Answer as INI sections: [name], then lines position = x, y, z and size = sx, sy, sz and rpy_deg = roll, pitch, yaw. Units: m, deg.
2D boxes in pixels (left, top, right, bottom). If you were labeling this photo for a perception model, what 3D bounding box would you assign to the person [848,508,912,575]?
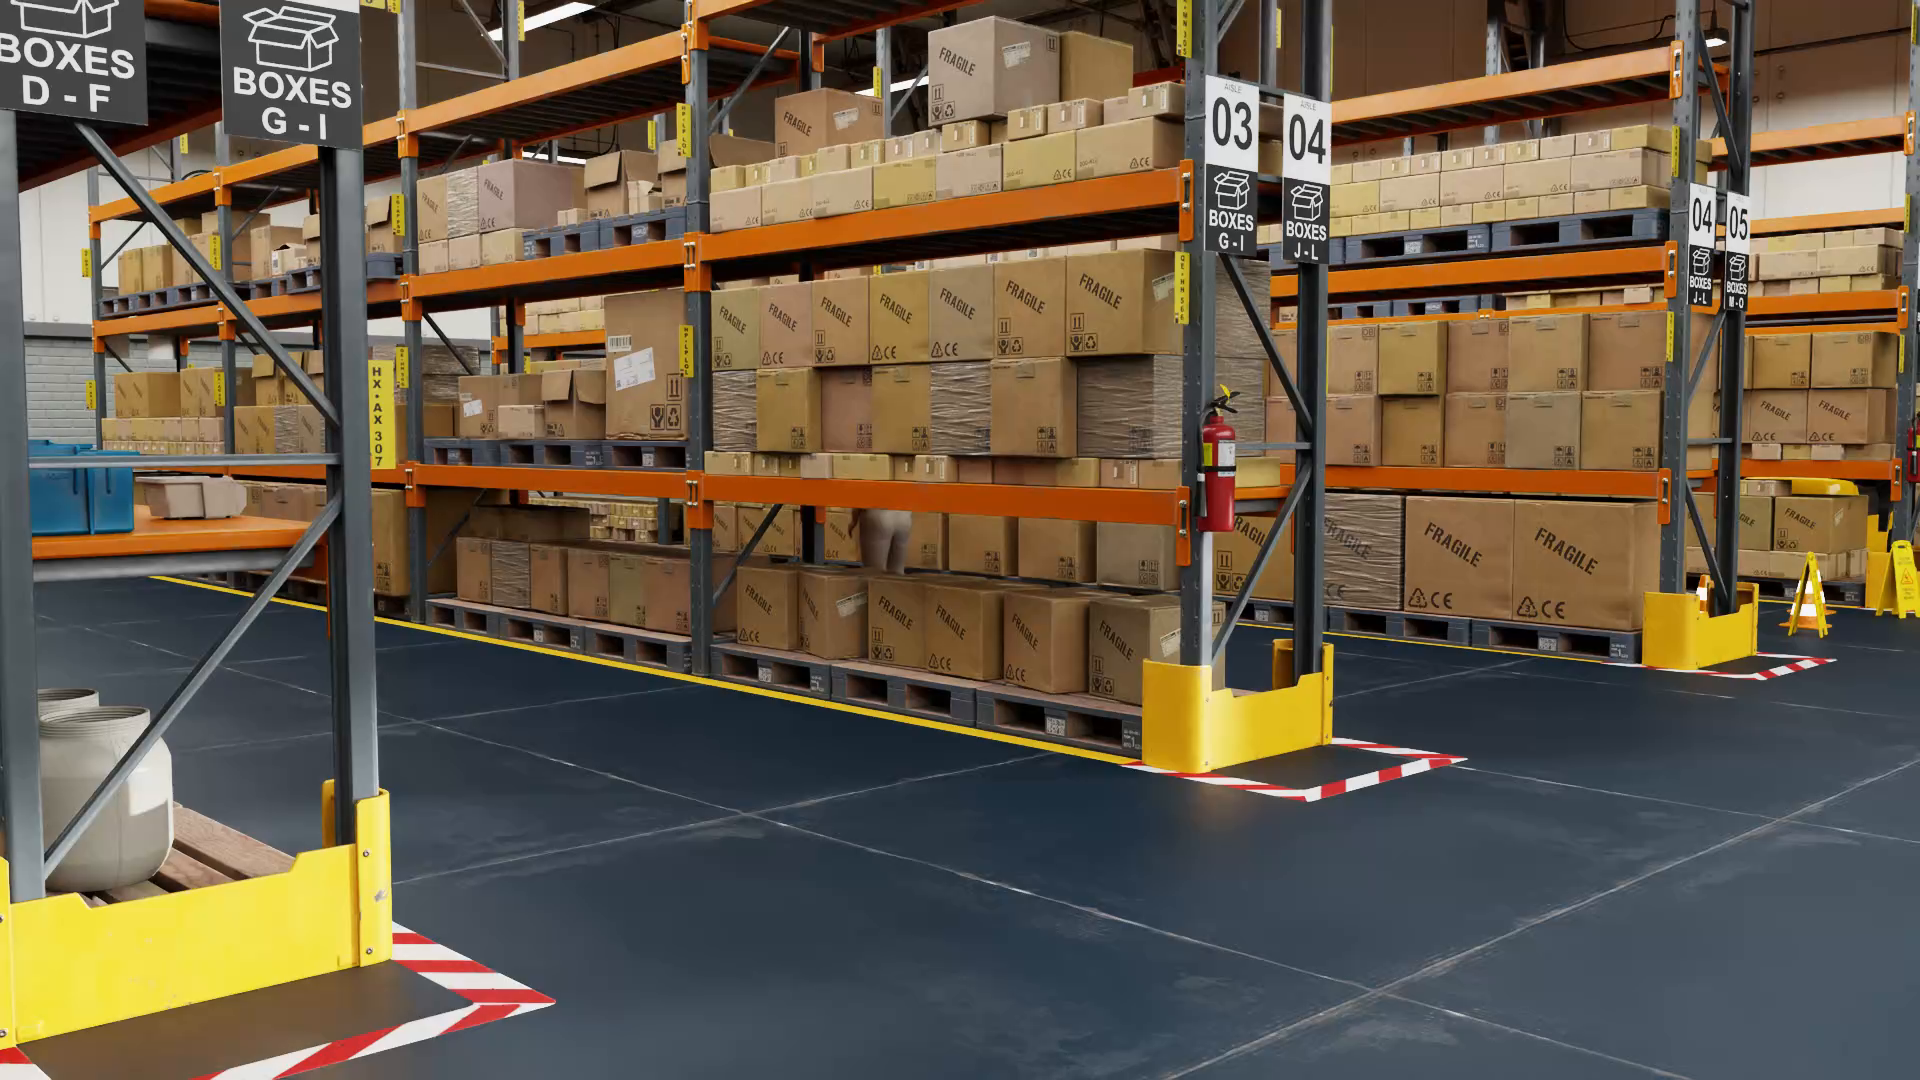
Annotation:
[person]
position = -0.613, -0.114, 12.451
size = 0.577, 1.736, 0.562
rpy_deg = -3, 5, -42
